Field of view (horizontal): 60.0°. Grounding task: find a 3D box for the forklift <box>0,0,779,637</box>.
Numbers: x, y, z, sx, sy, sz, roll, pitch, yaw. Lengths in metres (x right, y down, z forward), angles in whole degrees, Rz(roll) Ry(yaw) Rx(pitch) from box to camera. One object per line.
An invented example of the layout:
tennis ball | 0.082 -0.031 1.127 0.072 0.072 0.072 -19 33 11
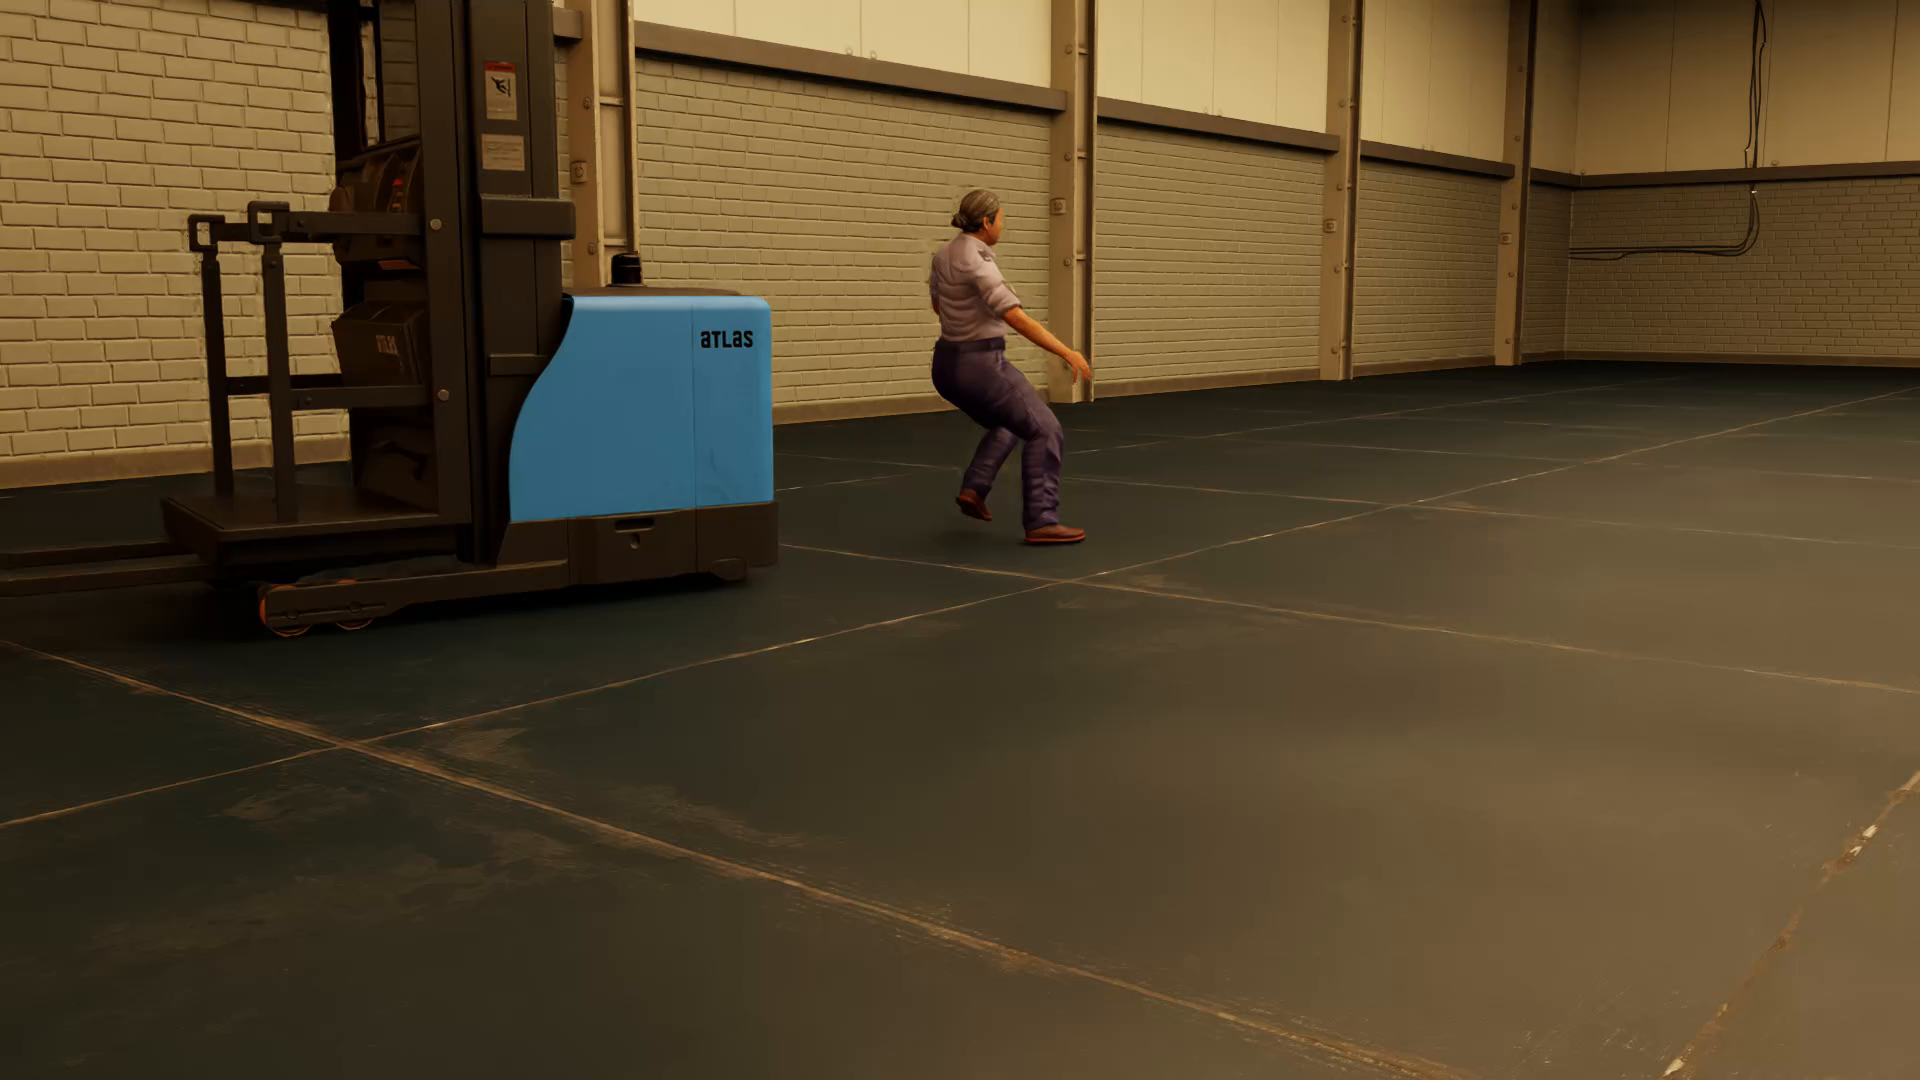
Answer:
forklift | -2.194 -1.227 5.671 3.031 2.935 1.130 -6 10 -34

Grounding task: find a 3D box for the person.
person | 0.198 -0.775 7.390 0.537 1.531 0.721 -4 9 -25
